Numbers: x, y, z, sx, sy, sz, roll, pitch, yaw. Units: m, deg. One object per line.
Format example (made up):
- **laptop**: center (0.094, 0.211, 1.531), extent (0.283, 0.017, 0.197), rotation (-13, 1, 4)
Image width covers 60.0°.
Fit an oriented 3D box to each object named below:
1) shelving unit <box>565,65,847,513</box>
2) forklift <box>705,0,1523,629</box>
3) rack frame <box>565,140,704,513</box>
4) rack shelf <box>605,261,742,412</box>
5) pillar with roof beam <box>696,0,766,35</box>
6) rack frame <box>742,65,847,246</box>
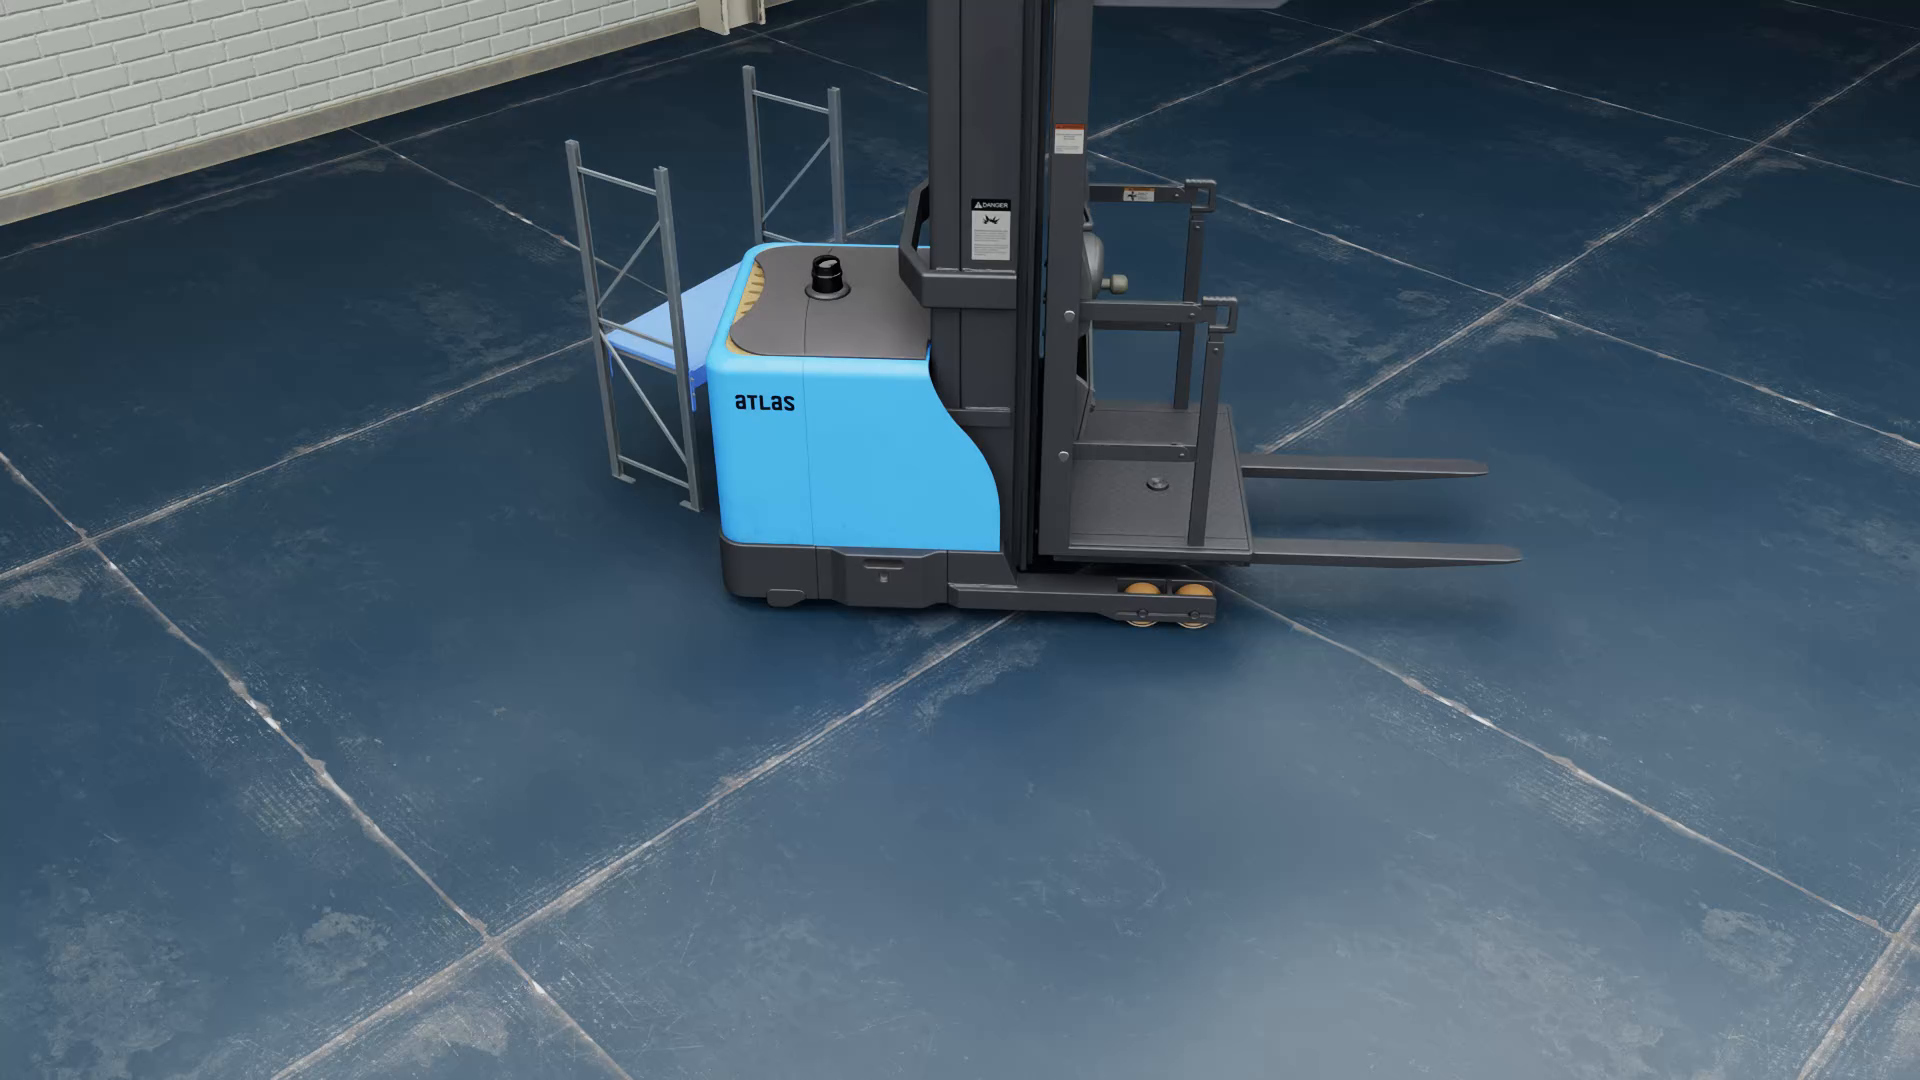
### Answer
- **shelving unit**: center (-0.990, -1.054, 6.950), extent (0.538, 1.500, 1.048), rotation (22, 40, 28)
- **forklift**: center (0.626, -1.183, 5.884), extent (3.031, 2.935, 1.130), rotation (2, 35, 3)
- **rack frame**: center (-1.280, -0.815, 6.607), extent (0.500, 1.500, 0.032), rotation (22, 40, 28)
- **rack shelf**: center (-0.990, -0.906, 7.053), extent (0.538, 0.185, 1.000), rotation (22, 40, 28)
- **pillar with roof beam**: center (1.389, -5.725, 7.093), extent (9.100, 9.000, 0.400), rotation (30, 45, 35)
- **rack frame**: center (-0.700, -1.293, 7.292), extent (0.500, 1.500, 0.032), rotation (22, 40, 28)
